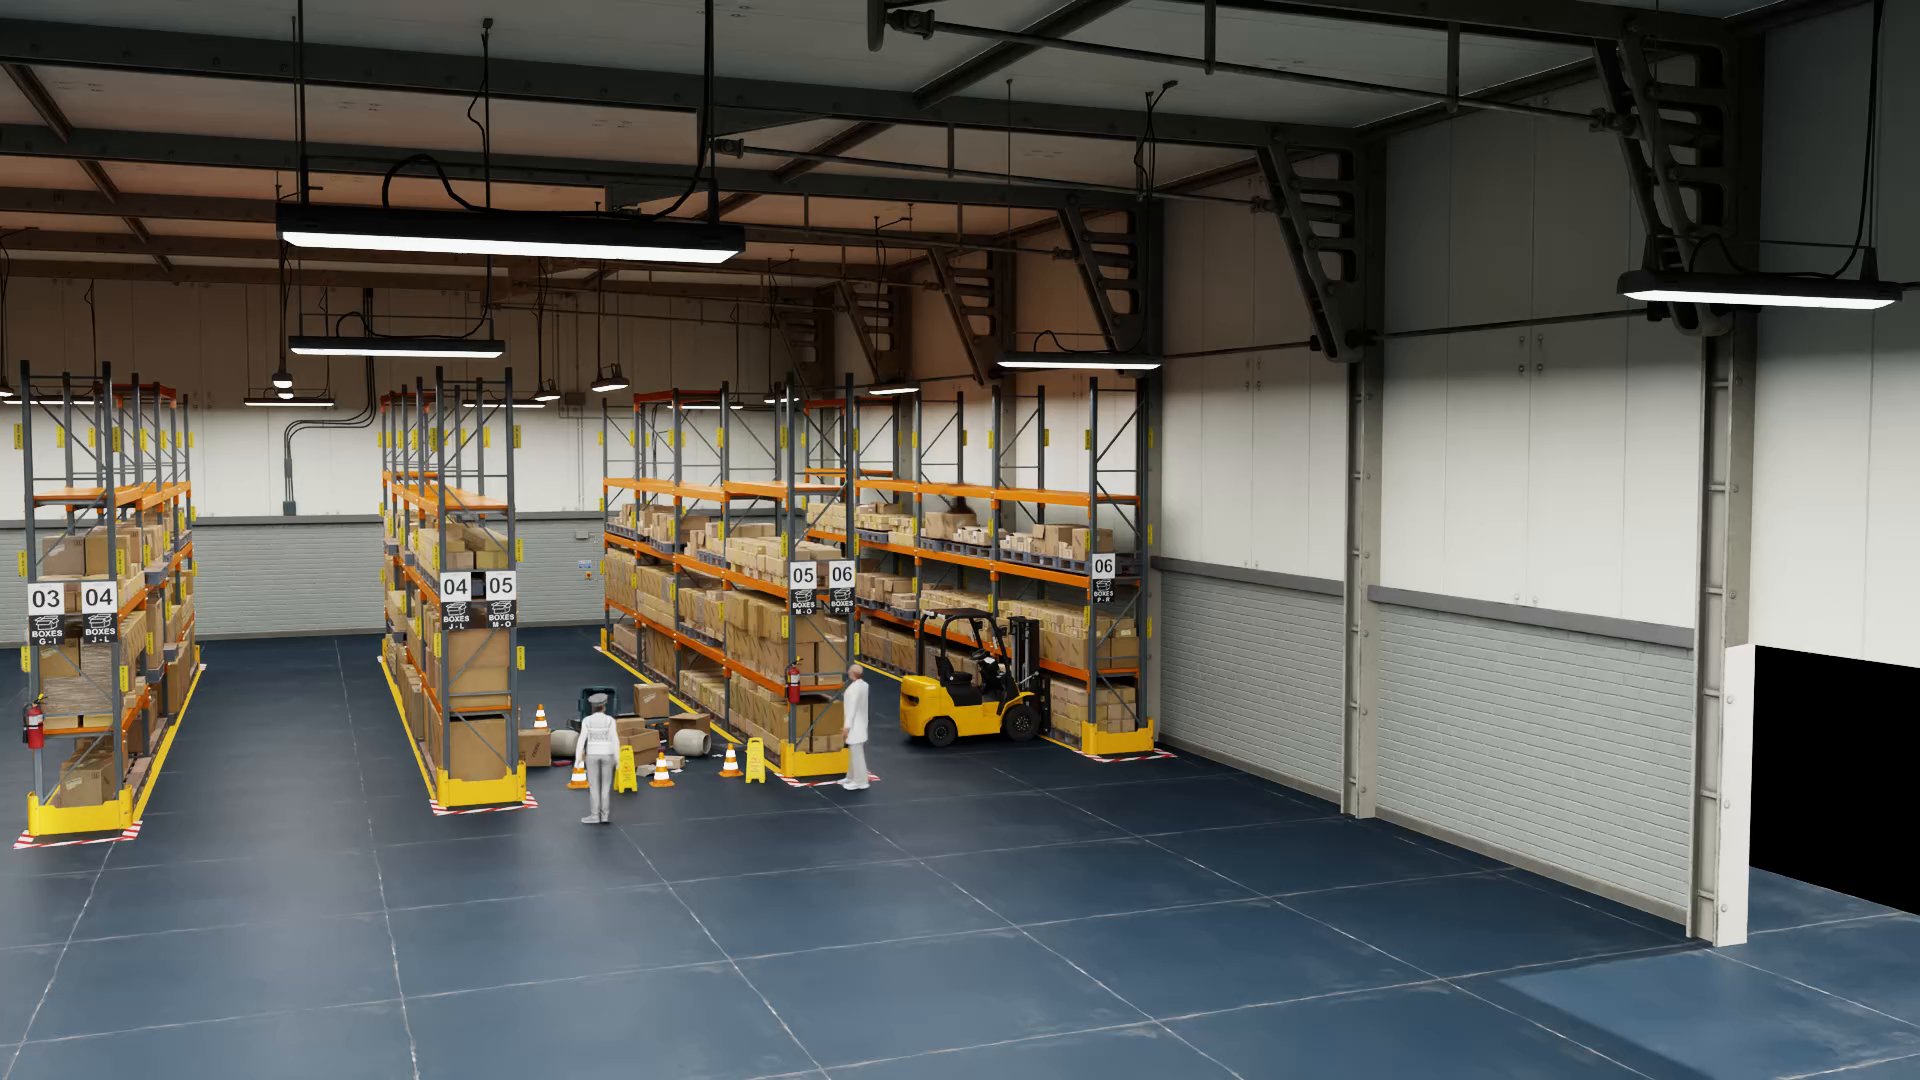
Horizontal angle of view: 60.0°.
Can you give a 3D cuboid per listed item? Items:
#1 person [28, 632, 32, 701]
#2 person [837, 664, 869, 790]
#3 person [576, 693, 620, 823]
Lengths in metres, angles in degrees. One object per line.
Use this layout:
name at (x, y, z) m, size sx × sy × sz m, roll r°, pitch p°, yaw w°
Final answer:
person at (-17.001, 2.248, 30.749) m, size 0.437 × 1.788 × 0.626 m, roll -3°, pitch 4°, yaw -38°
person at (-1.559, 2.676, 23.834) m, size 0.533 × 1.796 × 0.621 m, roll 0°, pitch 3°, yaw 8°
person at (-4.732, 2.862, 21.727) m, size 0.564 × 1.718 × 0.389 m, roll -1°, pitch 3°, yaw -10°
